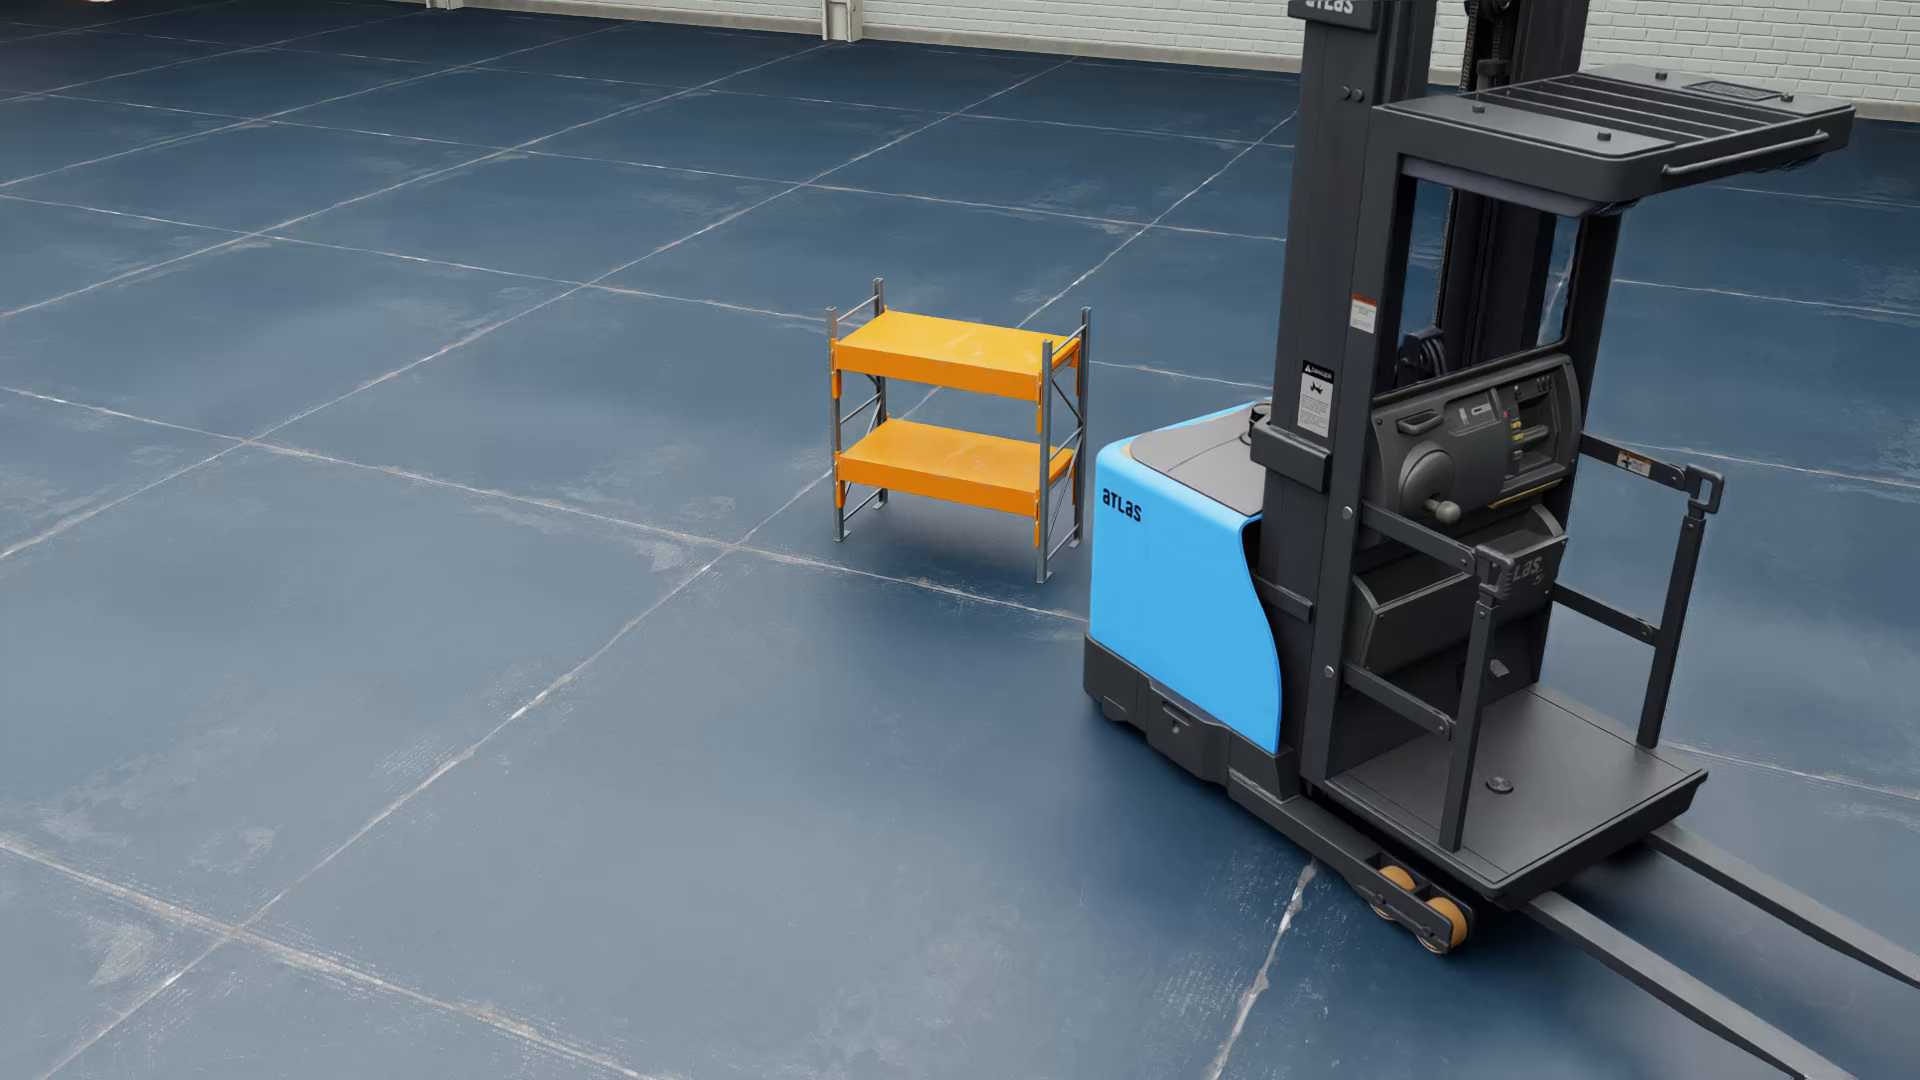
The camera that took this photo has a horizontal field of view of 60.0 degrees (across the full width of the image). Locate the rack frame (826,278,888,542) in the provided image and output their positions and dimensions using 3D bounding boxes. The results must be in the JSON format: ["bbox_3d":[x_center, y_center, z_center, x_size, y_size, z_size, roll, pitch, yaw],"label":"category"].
[{"bbox_3d":[-0.469,-0.599,7.693,0.032,1.125,0.500,11,28,22],"label":"rack frame"}]

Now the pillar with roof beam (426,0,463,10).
[{"bbox_3d":[-8.650,-9.426,16.708,0.400,9.000,9.100,11,28,22],"label":"pillar with roof beam"}]

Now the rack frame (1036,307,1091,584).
[{"bbox_3d":[0.457,-0.413,7.315,0.032,1.125,0.500,11,28,22],"label":"rack frame"}]

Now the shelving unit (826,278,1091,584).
[{"bbox_3d":[-0.006,-0.506,7.504,1.048,1.125,0.538,11,28,22],"label":"shelving unit"}]

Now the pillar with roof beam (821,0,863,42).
[{"bbox_3d":[-3.189,-8.329,14.480,0.400,9.000,9.100,11,28,22],"label":"pillar with roof beam"}]

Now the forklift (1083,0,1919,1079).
[{"bbox_3d":[1.733,-0.280,5.001,1.130,2.935,3.031,-17,31,-31],"label":"forklift"}]

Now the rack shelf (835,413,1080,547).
[{"bbox_3d":[-0.006,-0.287,7.612,1.000,0.278,0.538,11,28,22],"label":"rack shelf"}]

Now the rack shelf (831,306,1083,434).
[{"bbox_3d":[-0.006,-0.768,7.375,1.000,0.278,0.538,11,28,22],"label":"rack shelf"}]
